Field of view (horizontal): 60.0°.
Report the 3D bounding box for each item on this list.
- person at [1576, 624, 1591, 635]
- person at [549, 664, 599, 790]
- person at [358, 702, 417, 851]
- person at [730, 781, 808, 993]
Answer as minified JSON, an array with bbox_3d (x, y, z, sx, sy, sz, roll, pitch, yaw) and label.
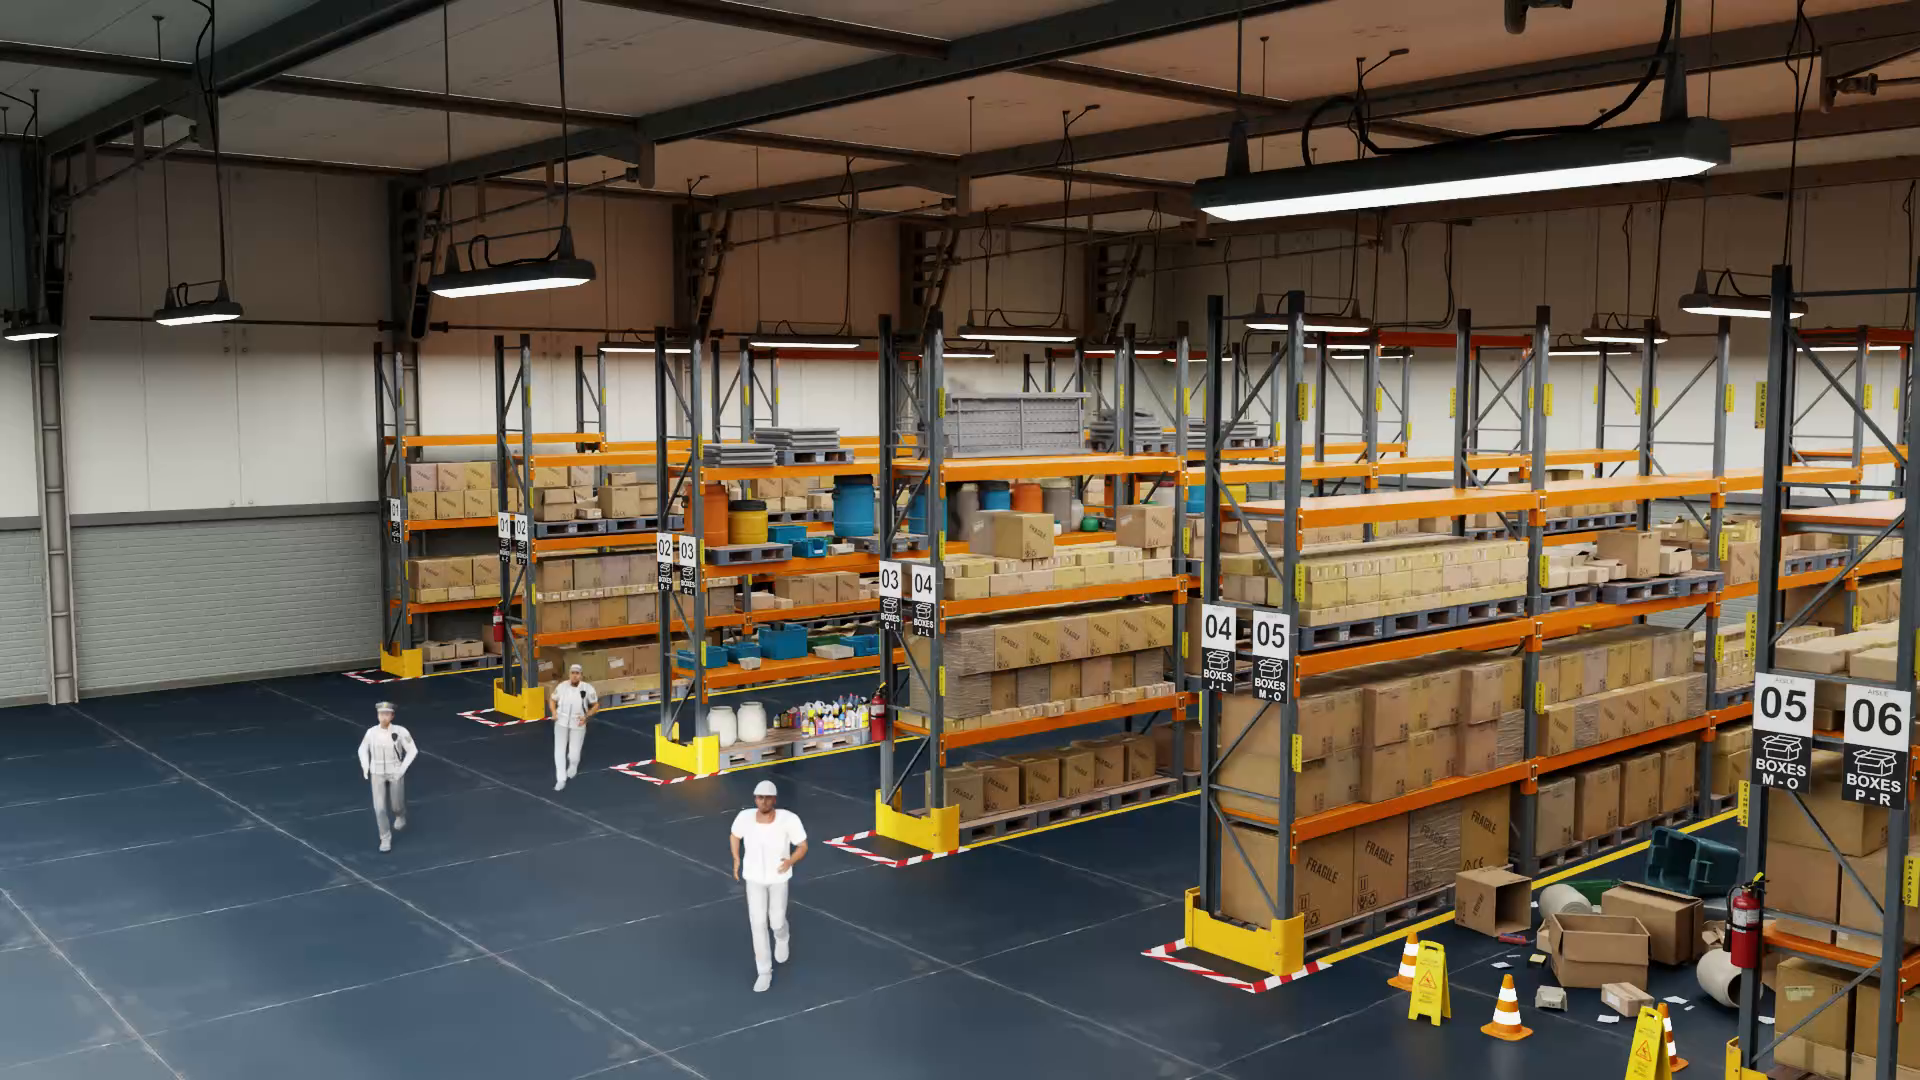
[{"bbox_3d":[9.326,2.044,24.912,0.701,1.726,0.661,4,7,40],"label":"person"},{"bbox_3d":[-5.029,2.410,21.631,0.638,1.619,0.572,0,5,-2],"label":"person"},{"bbox_3d":[-6.471,2.627,18.757,0.625,1.653,0.682,-1,5,-9],"label":"person"},{"bbox_3d":[-1.680,2.966,14.576,0.707,1.770,0.846,0,5,0],"label":"person"}]
